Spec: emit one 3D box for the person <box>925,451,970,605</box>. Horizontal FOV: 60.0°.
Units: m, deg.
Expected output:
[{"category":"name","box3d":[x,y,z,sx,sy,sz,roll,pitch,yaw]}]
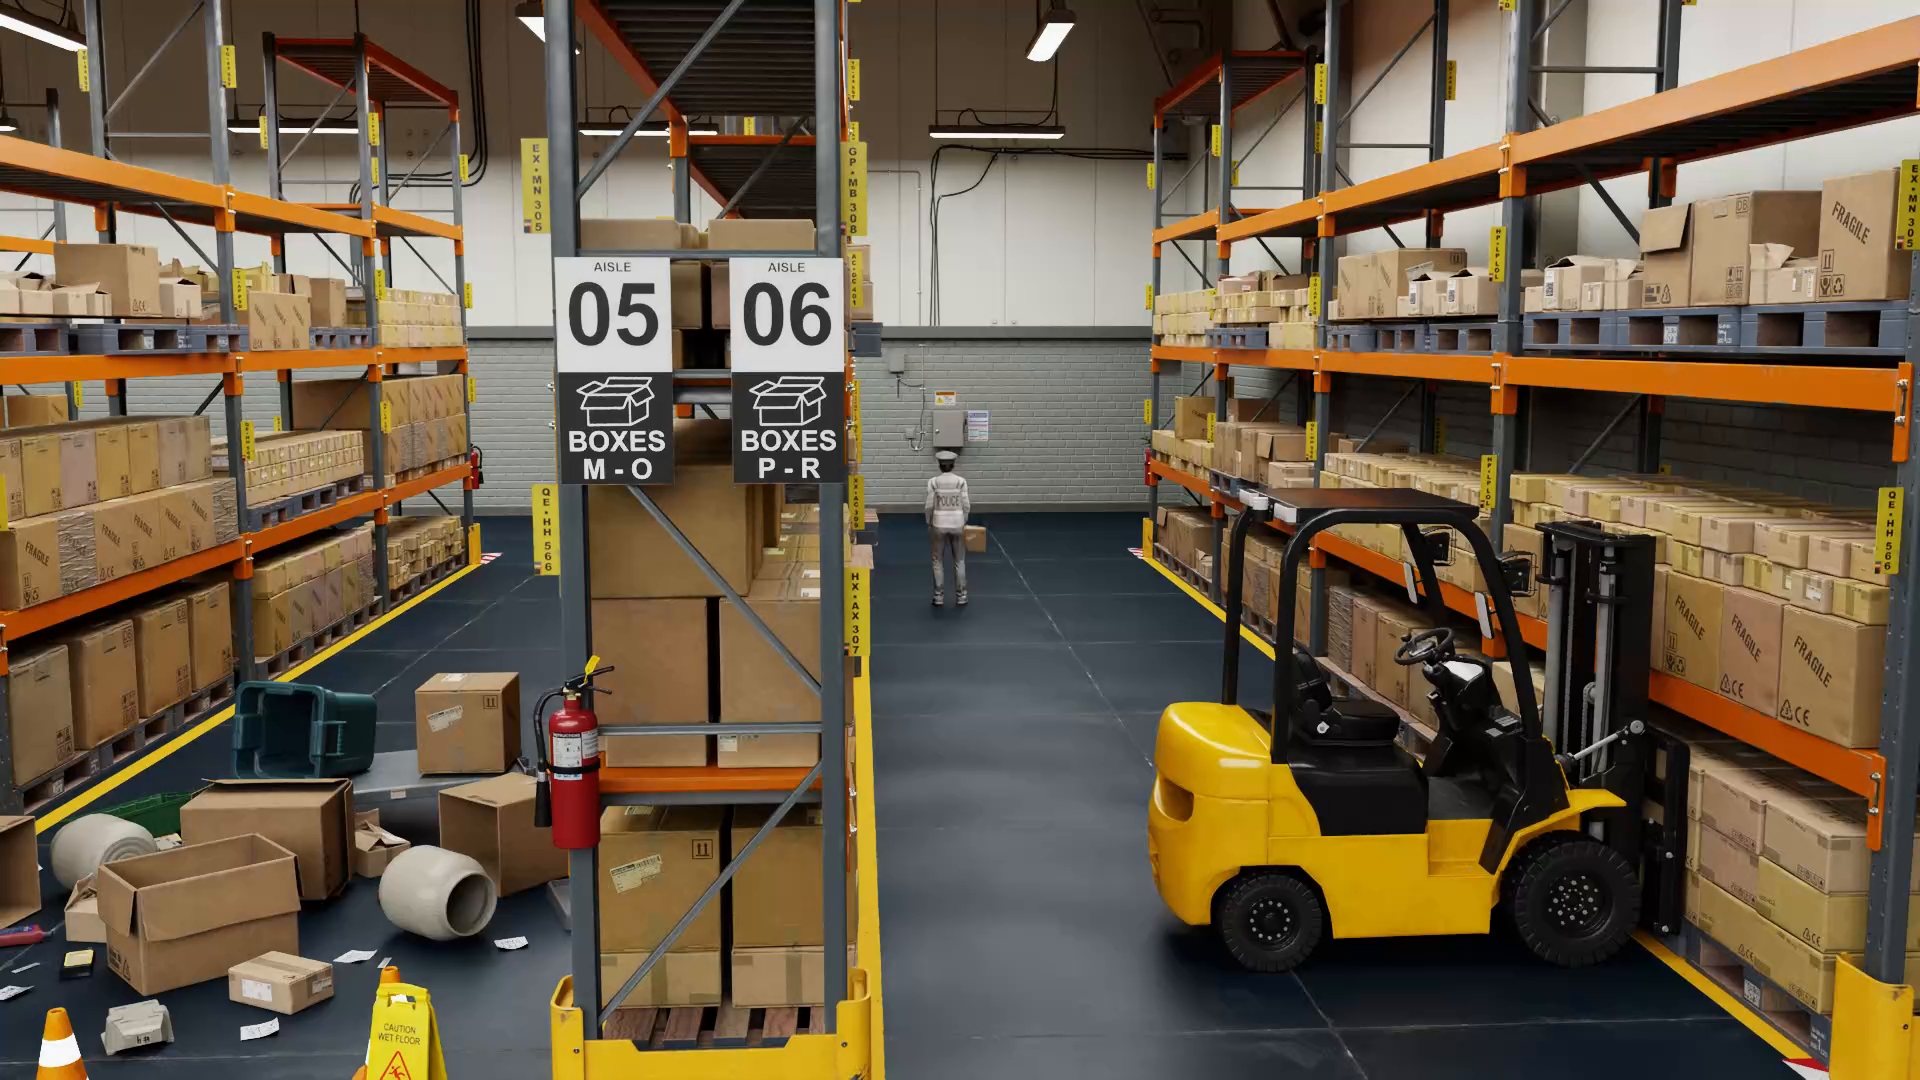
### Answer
[{"category":"person","box3d":[-0.142,-0.131,18.243,0.502,1.680,0.355,-1,7,-5]}]
